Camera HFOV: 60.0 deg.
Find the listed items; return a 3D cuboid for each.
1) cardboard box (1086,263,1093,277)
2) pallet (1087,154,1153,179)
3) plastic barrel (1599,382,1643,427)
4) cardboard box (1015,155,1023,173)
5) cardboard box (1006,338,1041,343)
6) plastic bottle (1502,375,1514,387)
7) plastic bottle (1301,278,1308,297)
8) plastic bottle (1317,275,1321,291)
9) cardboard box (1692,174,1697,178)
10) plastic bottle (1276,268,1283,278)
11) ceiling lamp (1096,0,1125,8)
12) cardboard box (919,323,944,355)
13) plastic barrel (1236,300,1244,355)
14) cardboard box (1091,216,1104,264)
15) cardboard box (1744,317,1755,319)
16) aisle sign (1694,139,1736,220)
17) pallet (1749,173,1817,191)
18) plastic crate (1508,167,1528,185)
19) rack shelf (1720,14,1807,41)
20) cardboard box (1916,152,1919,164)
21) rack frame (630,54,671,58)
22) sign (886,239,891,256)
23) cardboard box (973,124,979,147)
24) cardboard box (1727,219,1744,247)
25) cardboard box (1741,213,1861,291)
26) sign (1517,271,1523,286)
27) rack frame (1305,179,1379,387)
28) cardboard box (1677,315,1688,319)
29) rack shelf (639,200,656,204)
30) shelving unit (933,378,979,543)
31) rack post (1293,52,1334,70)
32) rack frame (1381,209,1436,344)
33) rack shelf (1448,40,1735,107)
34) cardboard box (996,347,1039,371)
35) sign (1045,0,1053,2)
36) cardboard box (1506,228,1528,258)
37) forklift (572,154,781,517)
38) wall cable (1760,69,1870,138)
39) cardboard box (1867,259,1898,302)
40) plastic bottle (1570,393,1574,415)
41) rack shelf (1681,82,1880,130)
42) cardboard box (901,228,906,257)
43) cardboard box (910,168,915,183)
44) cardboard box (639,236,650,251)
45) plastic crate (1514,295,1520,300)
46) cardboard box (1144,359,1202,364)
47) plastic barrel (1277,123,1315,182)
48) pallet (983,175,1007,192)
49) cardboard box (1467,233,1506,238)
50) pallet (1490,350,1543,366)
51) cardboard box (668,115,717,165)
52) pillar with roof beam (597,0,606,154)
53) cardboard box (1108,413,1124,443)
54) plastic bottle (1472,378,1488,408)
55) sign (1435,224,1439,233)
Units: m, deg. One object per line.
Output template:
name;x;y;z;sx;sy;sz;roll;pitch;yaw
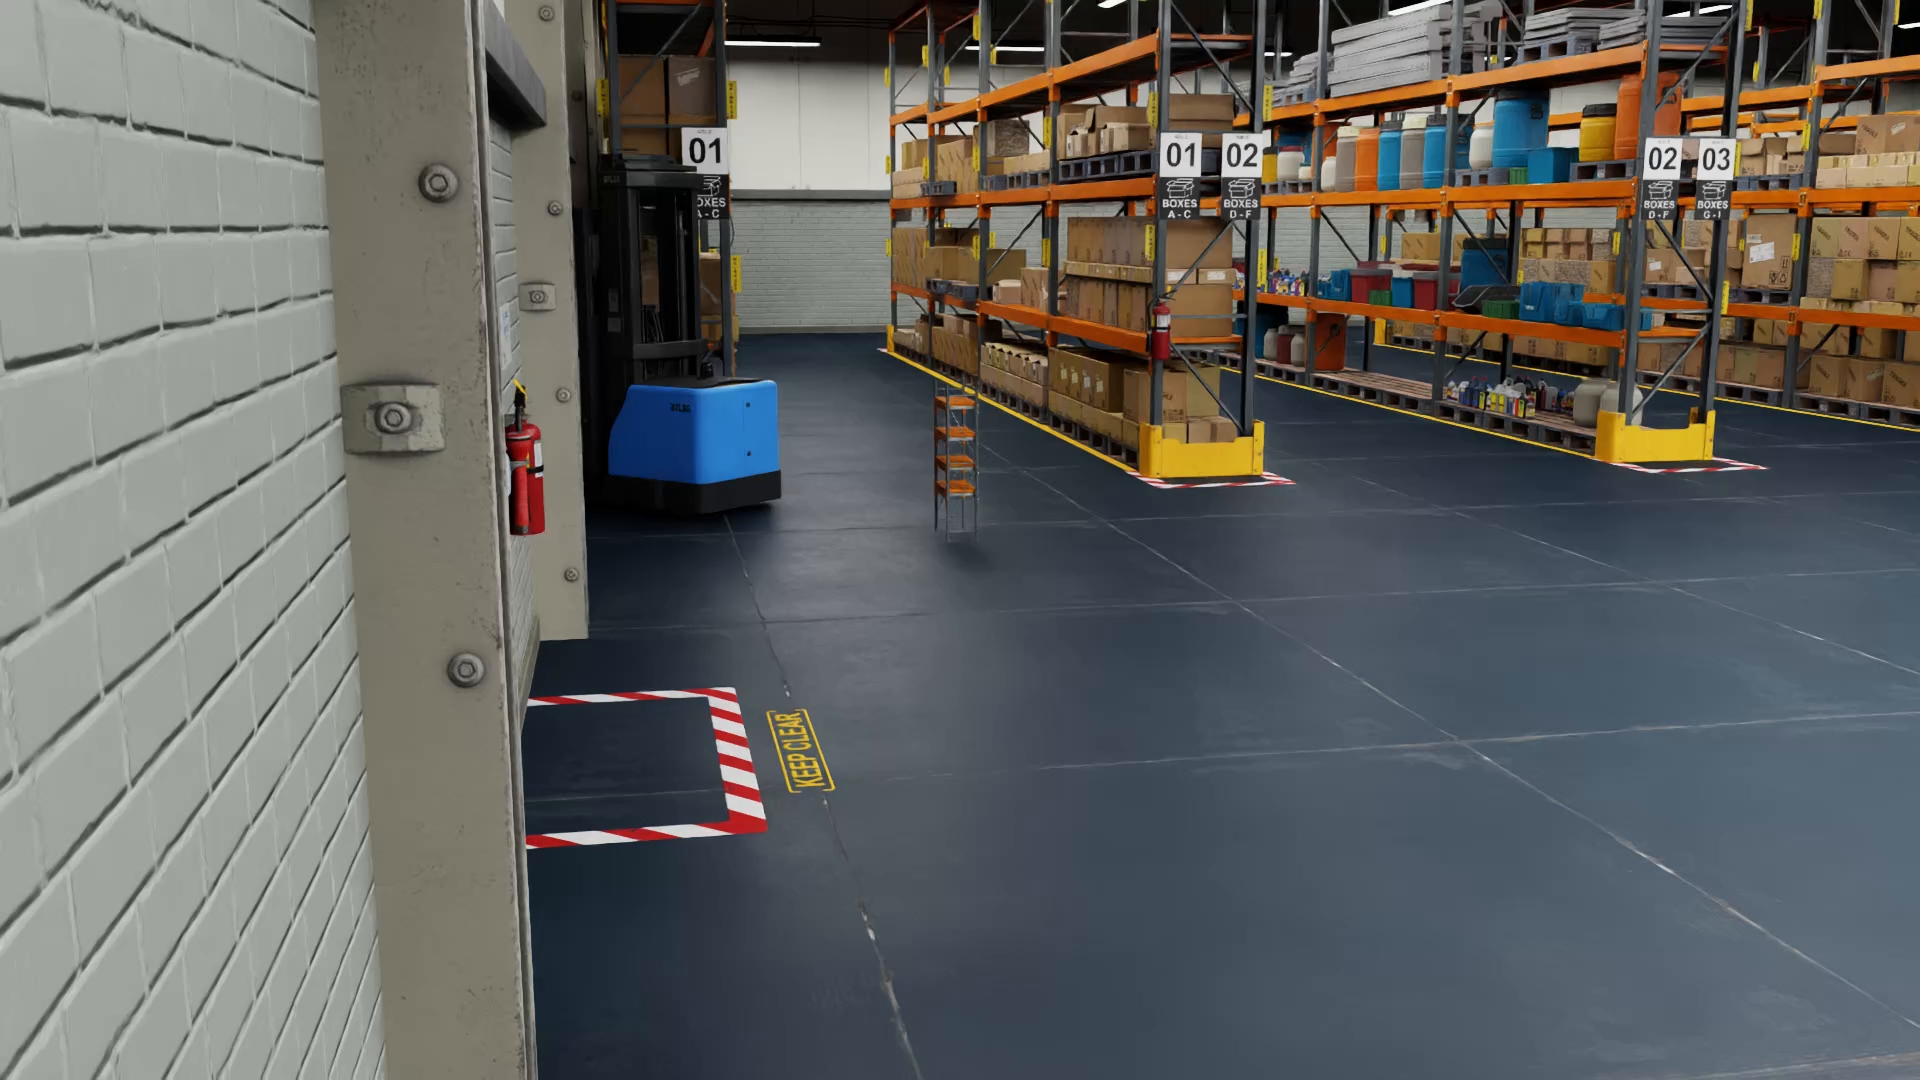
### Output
cardboard box;1.603;-2.974;18.296;0.380;0.149;0.250;-2;11;-13
pallet;1.966;-3.901;17.384;1.003;0.211;1.213;-2;11;-11
plastic barrel;6.976;-1.398;17.547;0.421;0.512;0.421;0;11;0
cardboard box;1.026;-5.013;22.267;0.500;0.250;0.500;-2;11;-9
cardboard box;0.955;-2.665;24.186;0.500;0.500;0.500;-2;11;-9
plastic bottle;6.667;-1.831;20.202;0.144;0.351;0.185;-2;11;-11
plastic bottle;5.125;-3.764;24.762;0.061;0.283;0.133;-2;11;-11
plastic bottle;5.635;-4.025;26.164;0.097;0.271;0.097;0;11;0
cardboard box;10.532;-5.059;23.633;0.500;0.250;0.500;-2;11;-10
plastic bottle;5.239;-4.276;27.273;0.144;0.351;0.185;-2;11;-11
ceiling lamp;2.799;-10.076;25.957;0.800;3.185;2.000;-2;11;-11
cardboard box;-0.404;-3.399;28.042;0.500;0.500;0.500;-2;11;-11
plastic barrel;4.934;-3.571;27.927;0.600;0.901;0.708;-2;11;-11
cardboard box;1.830;-3.270;18.120;0.700;0.500;0.500;-2;11;-11
cardboard box;14.729;-4.060;30.914;0.380;0.149;0.250;-2;11;-8
aisle sign;7.480;-3.570;16.478;0.394;0.787;0.004;-2;11;-11
pallet;11.243;-4.708;21.887;1.213;0.211;1.003;-2;11;-11
plastic crate;6.440;-4.099;18.756;0.336;0.188;0.450;-2;11;-11
rack shelf;14.199;-9.431;31.217;1.077;0.370;4.000;-2;11;-11
cardboard box;11.394;-4.450;19.368;0.380;0.149;0.250;-2;11;-10
rack frame;-5.651;-7.817;29.698;1.000;3.000;0.127;-2;11;-11
sign;-1.325;-5.456;31.024;0.100;0.325;0.005;-2;11;-11
cardboard box;0.486;-5.864;24.521;0.500;0.500;0.500;-2;11;-11
cardboard box;14.231;-5.601;30.365;0.500;0.500;0.500;-3;11;-13
cardboard box;11.242;-3.861;22.232;1.000;1.000;1.000;-2;11;-11
sign;6.942;-3.183;20.657;0.100;0.325;0.005;-2;11;-11
rack frame;5.623;-3.763;24.443;1.000;3.000;0.127;-2;11;-11
cardboard box;13.938;-4.229;31.802;0.380;0.149;0.250;-3;11;-13
rack shelf;-4.484;-4.889;24.264;1.077;0.370;4.000;-2;11;-11
shelving unit;-0.032;-0.620;12.744;0.258;1.200;0.503;-2;11;-11
rack post;5.375;-7.102;24.566;0.624;0.289;0.986;-2;11;-11
rack frame;8.925;-5.410;33.098;1.000;3.000;0.127;-2;11;-11
rack shelf;6.790;-5.059;18.205;1.077;0.370;4.000;-2;11;-11
cardboard box;0.784;-2.418;22.108;0.500;0.311;0.500;-2;11;-13
sign;1.011;-6.273;18.875;0.100;0.325;0.005;-2;11;-11
cardboard box;9.835;-5.102;28.527;0.797;0.503;0.637;-2;11;-12
forklift;-3.041;-1.811;14.370;3.031;2.935;1.130;7;13;32
wall cable;20.741;-9.890;40.492;2.988;3.039;0.133;-2;11;-11
cardboard box;11.545;-3.139;20.101;0.875;0.500;0.500;-2;11;-11
plastic bottle;7.065;-1.578;19.085;0.097;0.271;0.097;0;11;0
rack shelf;10.870;-5.973;23.006;1.077;0.370;4.000;-2;11;-11
cardboard box;-0.764;-5.312;29.643;0.500;0.500;0.500;-2;11;-10
cardboard box;-0.565;-6.225;28.423;0.500;0.250;0.500;-2;11;-11
cardboard box;-4.438;-4.050;22.829;0.500;0.250;0.500;-2;11;-9
plastic crate;6.882;-2.763;19.588;0.499;0.251;0.616;-2;11;-11
cardboard box;2.224;-1.629;17.459;0.500;0.500;0.500;-2;11;-11
plastic barrel;5.327;-6.115;26.316;0.600;0.901;0.708;-2;11;-11
pallet;0.983;-4.843;22.601;1.213;0.211;1.003;-2;11;-8
cardboard box;9.351;-5.192;29.552;0.500;0.500;0.500;-2;11;-9
pallet;9.927;-3.168;28.775;1.003;0.211;1.213;-2;11;-11
cardboard box;-2.359;-3.538;14.920;0.500;0.500;0.500;-2;11;-10
pillar with roof beam;-2.802;-8.437;32.957;9.100;9.000;0.548;-2;11;-11
cardboard box;1.816;-1.150;16.949;0.500;0.250;0.500;-2;11;-11
plastic bottle;6.187;-1.746;19.756;0.144;0.351;0.185;-3;11;-13
sign;9.460;-6.112;33.058;0.100;0.325;0.005;-2;11;-11
